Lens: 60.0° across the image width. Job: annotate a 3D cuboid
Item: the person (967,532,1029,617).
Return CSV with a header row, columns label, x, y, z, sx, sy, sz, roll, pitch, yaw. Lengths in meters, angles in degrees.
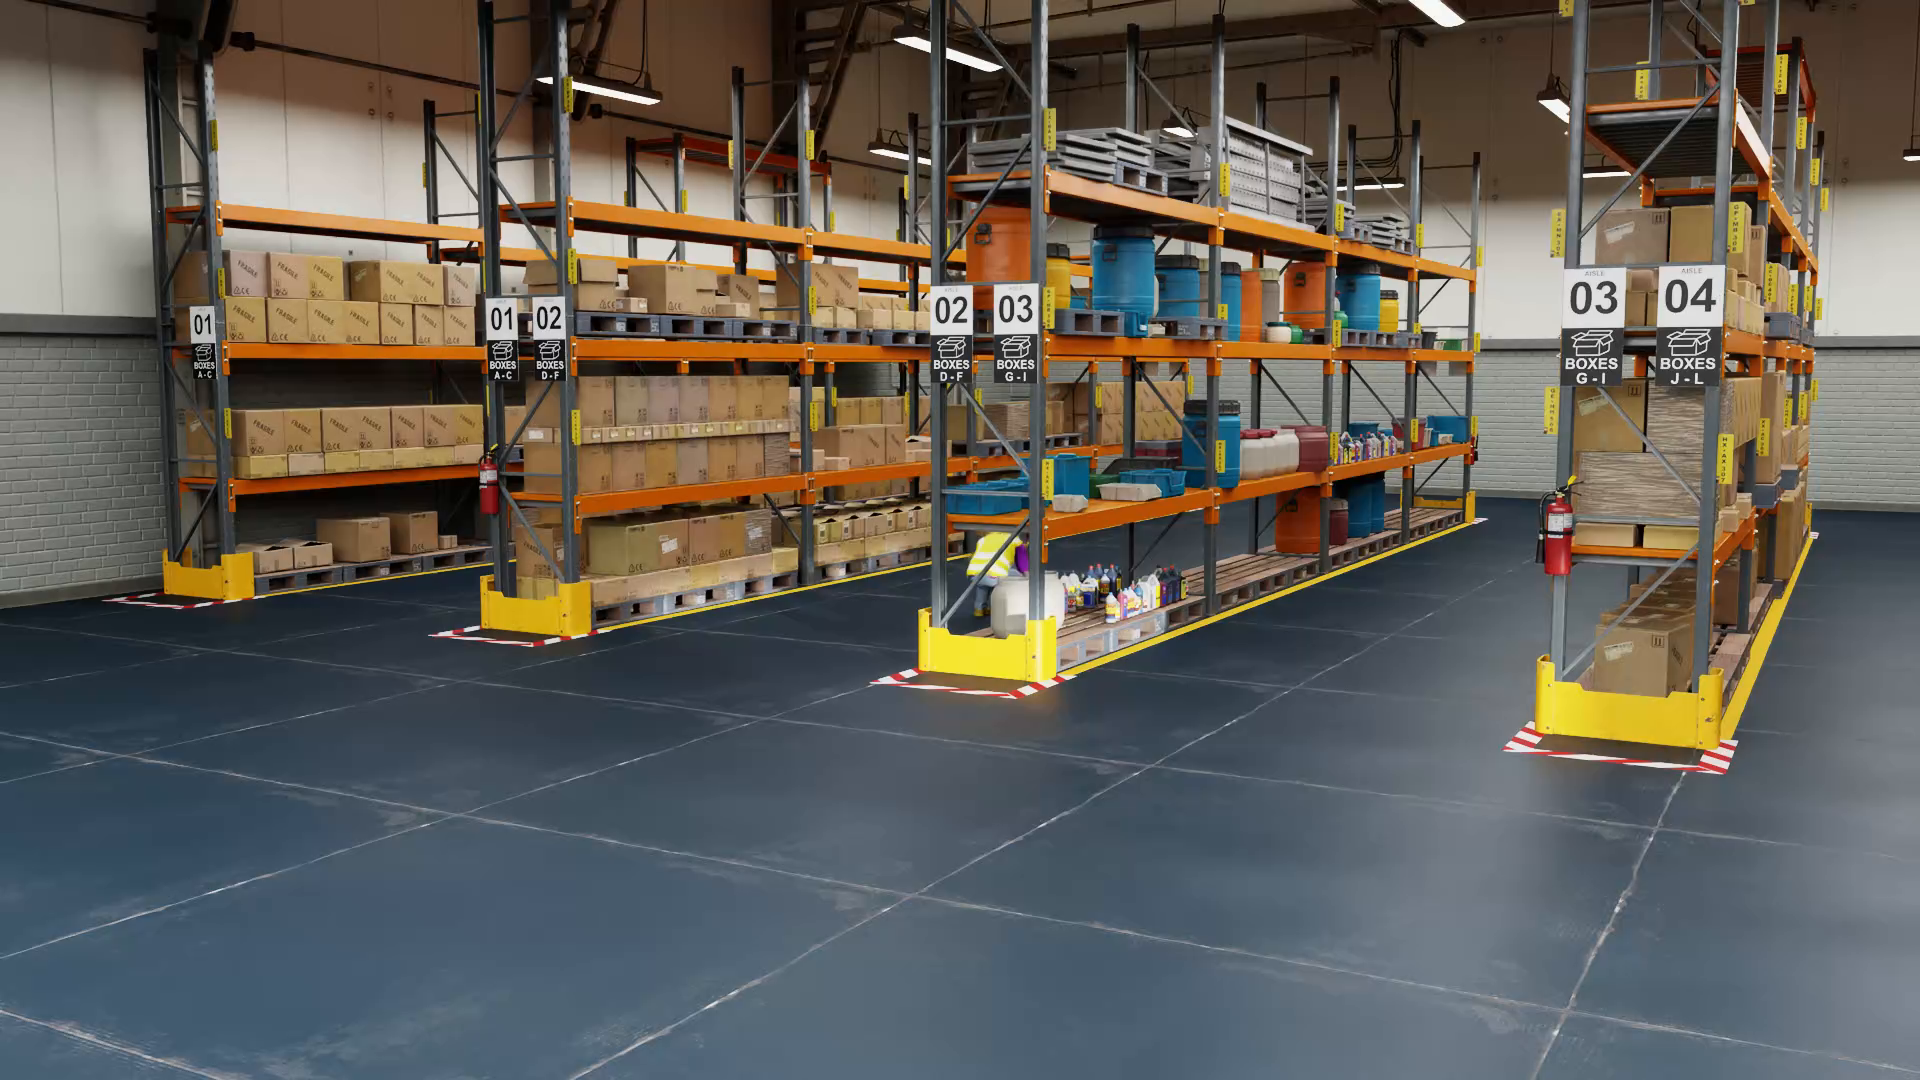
label,x,y,z,sx,sy,sz,roll,pitch,yaw
person,0.377,0.321,17.155,0.561,0.902,0.896,3,7,29
